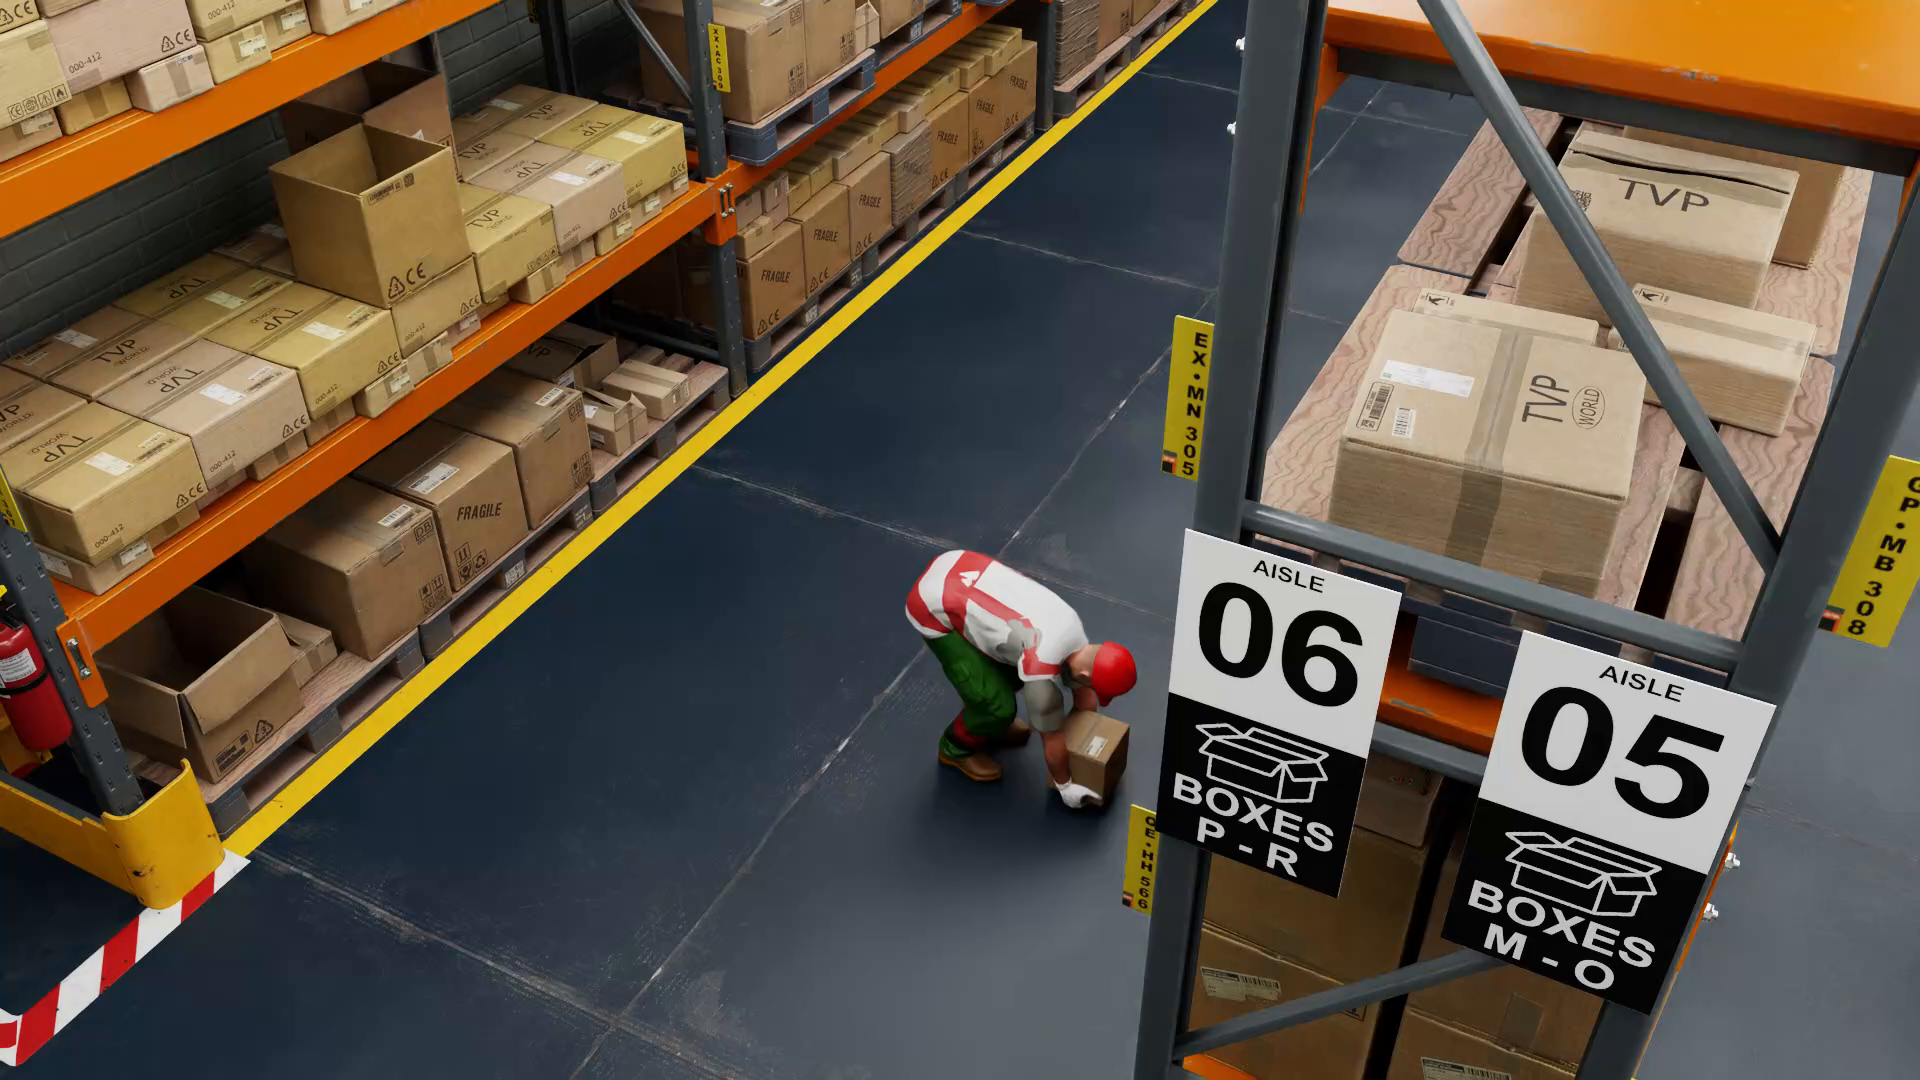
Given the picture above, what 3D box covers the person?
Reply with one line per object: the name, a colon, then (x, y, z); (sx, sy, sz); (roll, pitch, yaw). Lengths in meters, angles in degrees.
person: (0.155, 0.185, 6.491); (0.564, 1.787, 0.505); (17, 41, 21)
